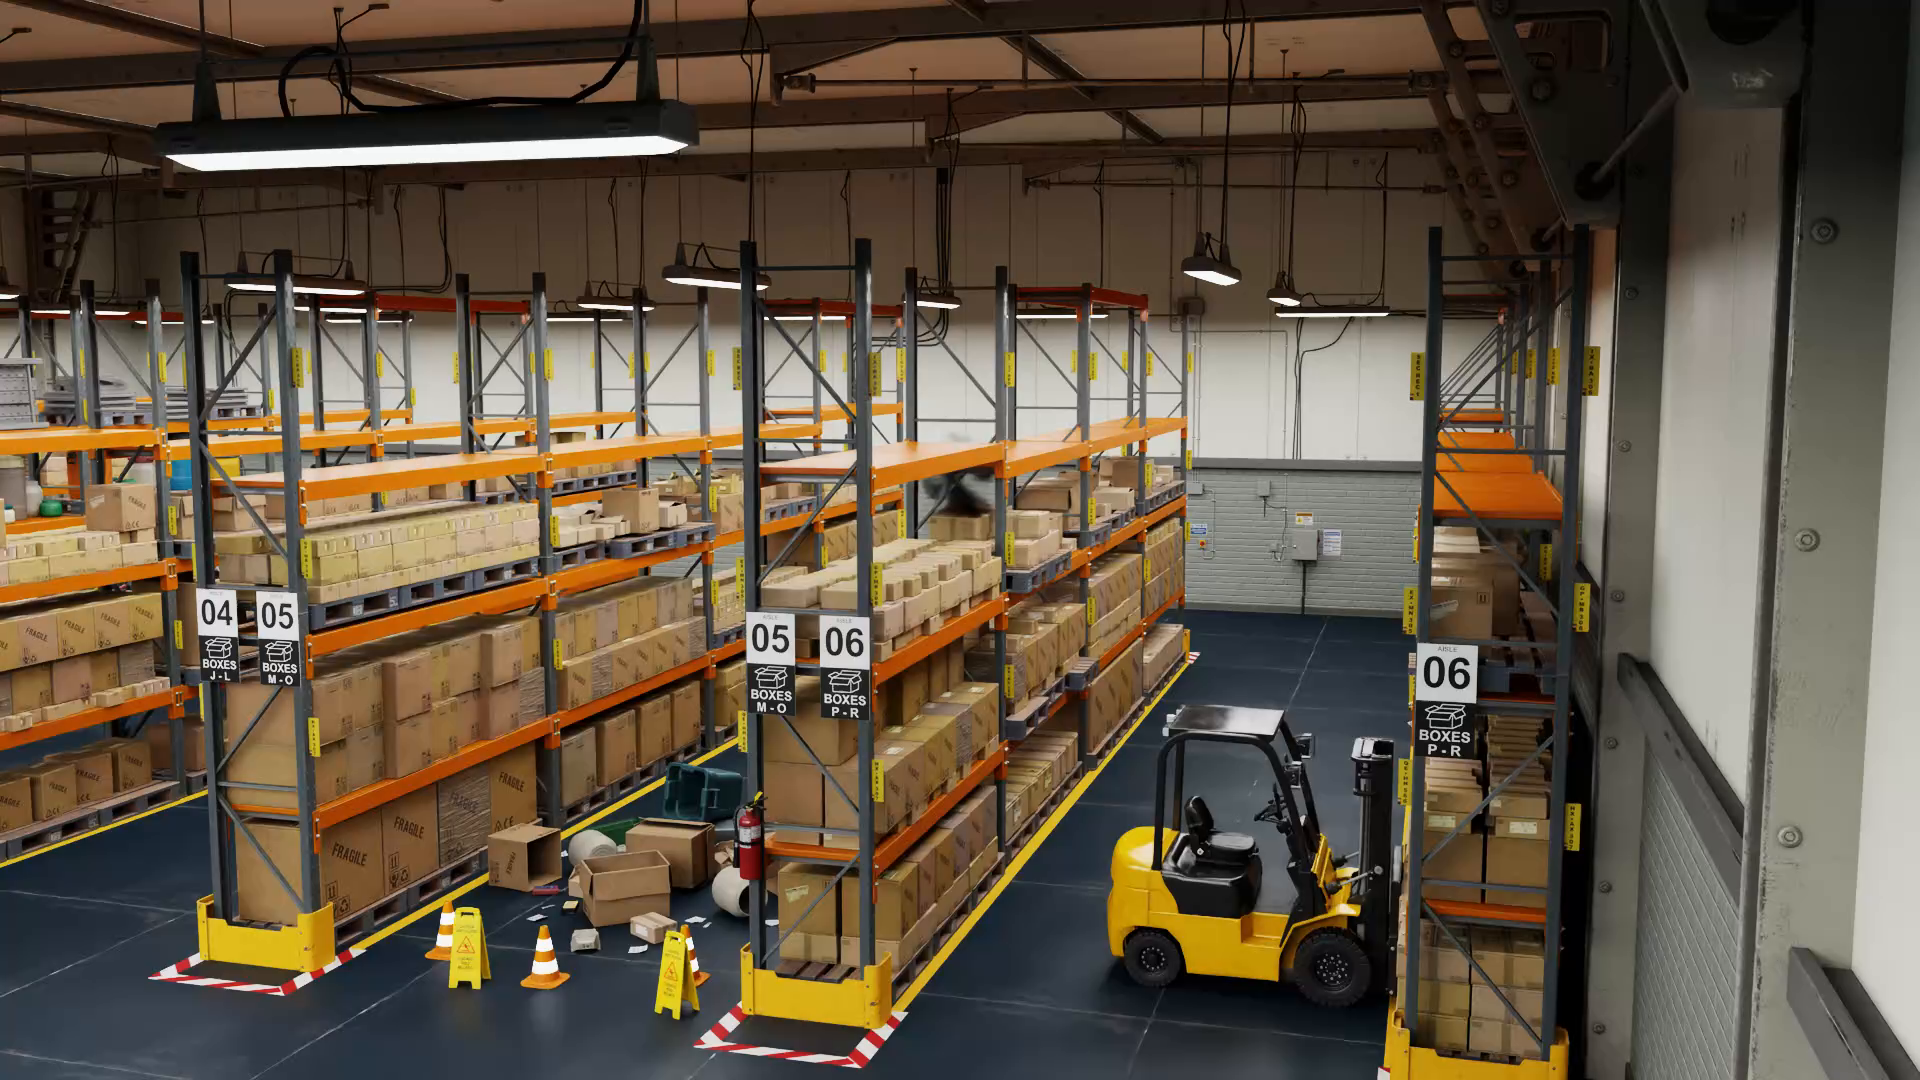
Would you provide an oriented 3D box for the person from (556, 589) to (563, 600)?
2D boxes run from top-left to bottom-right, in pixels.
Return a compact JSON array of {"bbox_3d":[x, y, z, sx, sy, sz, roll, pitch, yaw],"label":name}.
[{"bbox_3d":[-6.050,1.529,24.886,0.602,1.735,0.811,1,7,12],"label":"person"}]

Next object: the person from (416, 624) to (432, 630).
[{"bbox_3d":[-6.875,1.884,21.362,0.683,1.808,0.845,1,6,7],"label":"person"}]

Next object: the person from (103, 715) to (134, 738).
[{"bbox_3d":[-10.565,2.062,20.941,0.537,1.558,0.505,1,6,6],"label":"person"}]
